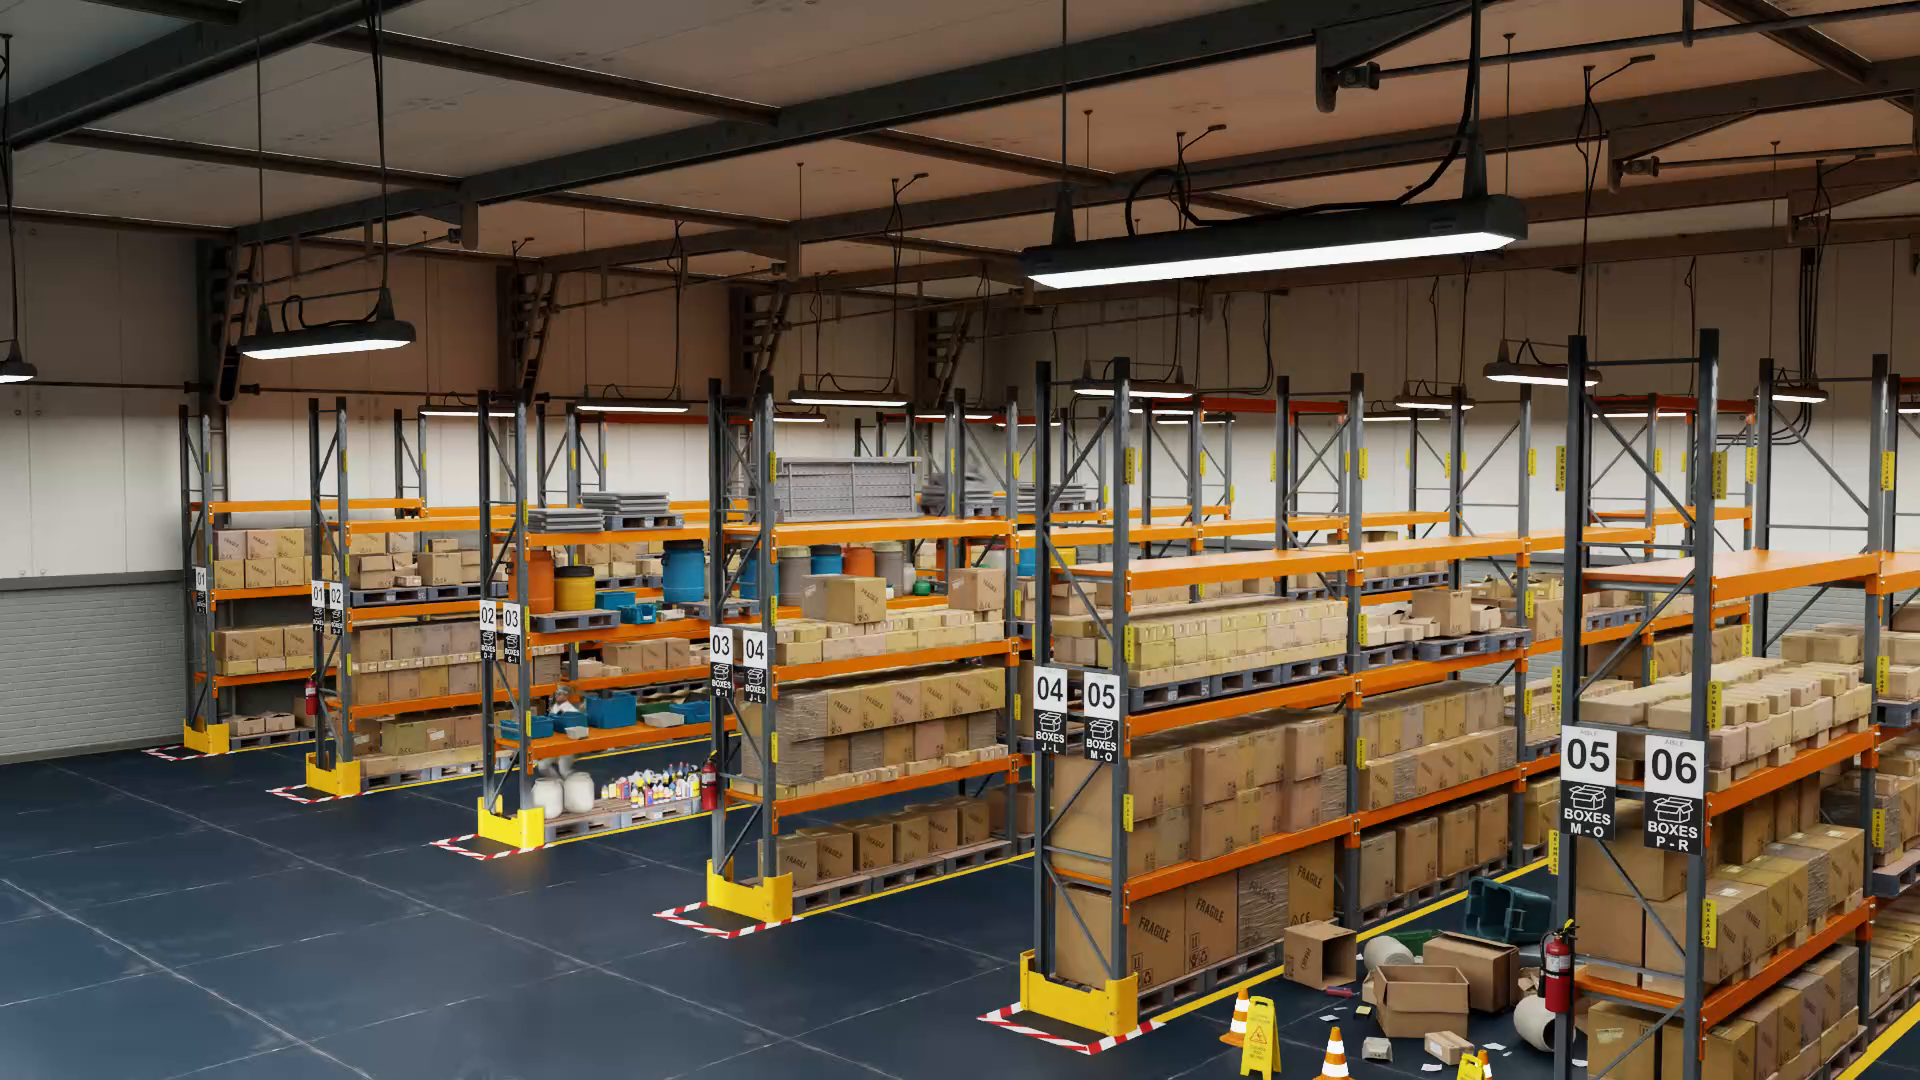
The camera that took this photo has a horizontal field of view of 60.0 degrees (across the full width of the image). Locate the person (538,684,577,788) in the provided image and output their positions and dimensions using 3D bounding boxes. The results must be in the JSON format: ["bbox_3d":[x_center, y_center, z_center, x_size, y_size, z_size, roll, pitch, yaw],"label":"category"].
[{"bbox_3d":[-5.898,2.997,24.434,0.646,1.774,0.677,2,4,40],"label":"person"}]
